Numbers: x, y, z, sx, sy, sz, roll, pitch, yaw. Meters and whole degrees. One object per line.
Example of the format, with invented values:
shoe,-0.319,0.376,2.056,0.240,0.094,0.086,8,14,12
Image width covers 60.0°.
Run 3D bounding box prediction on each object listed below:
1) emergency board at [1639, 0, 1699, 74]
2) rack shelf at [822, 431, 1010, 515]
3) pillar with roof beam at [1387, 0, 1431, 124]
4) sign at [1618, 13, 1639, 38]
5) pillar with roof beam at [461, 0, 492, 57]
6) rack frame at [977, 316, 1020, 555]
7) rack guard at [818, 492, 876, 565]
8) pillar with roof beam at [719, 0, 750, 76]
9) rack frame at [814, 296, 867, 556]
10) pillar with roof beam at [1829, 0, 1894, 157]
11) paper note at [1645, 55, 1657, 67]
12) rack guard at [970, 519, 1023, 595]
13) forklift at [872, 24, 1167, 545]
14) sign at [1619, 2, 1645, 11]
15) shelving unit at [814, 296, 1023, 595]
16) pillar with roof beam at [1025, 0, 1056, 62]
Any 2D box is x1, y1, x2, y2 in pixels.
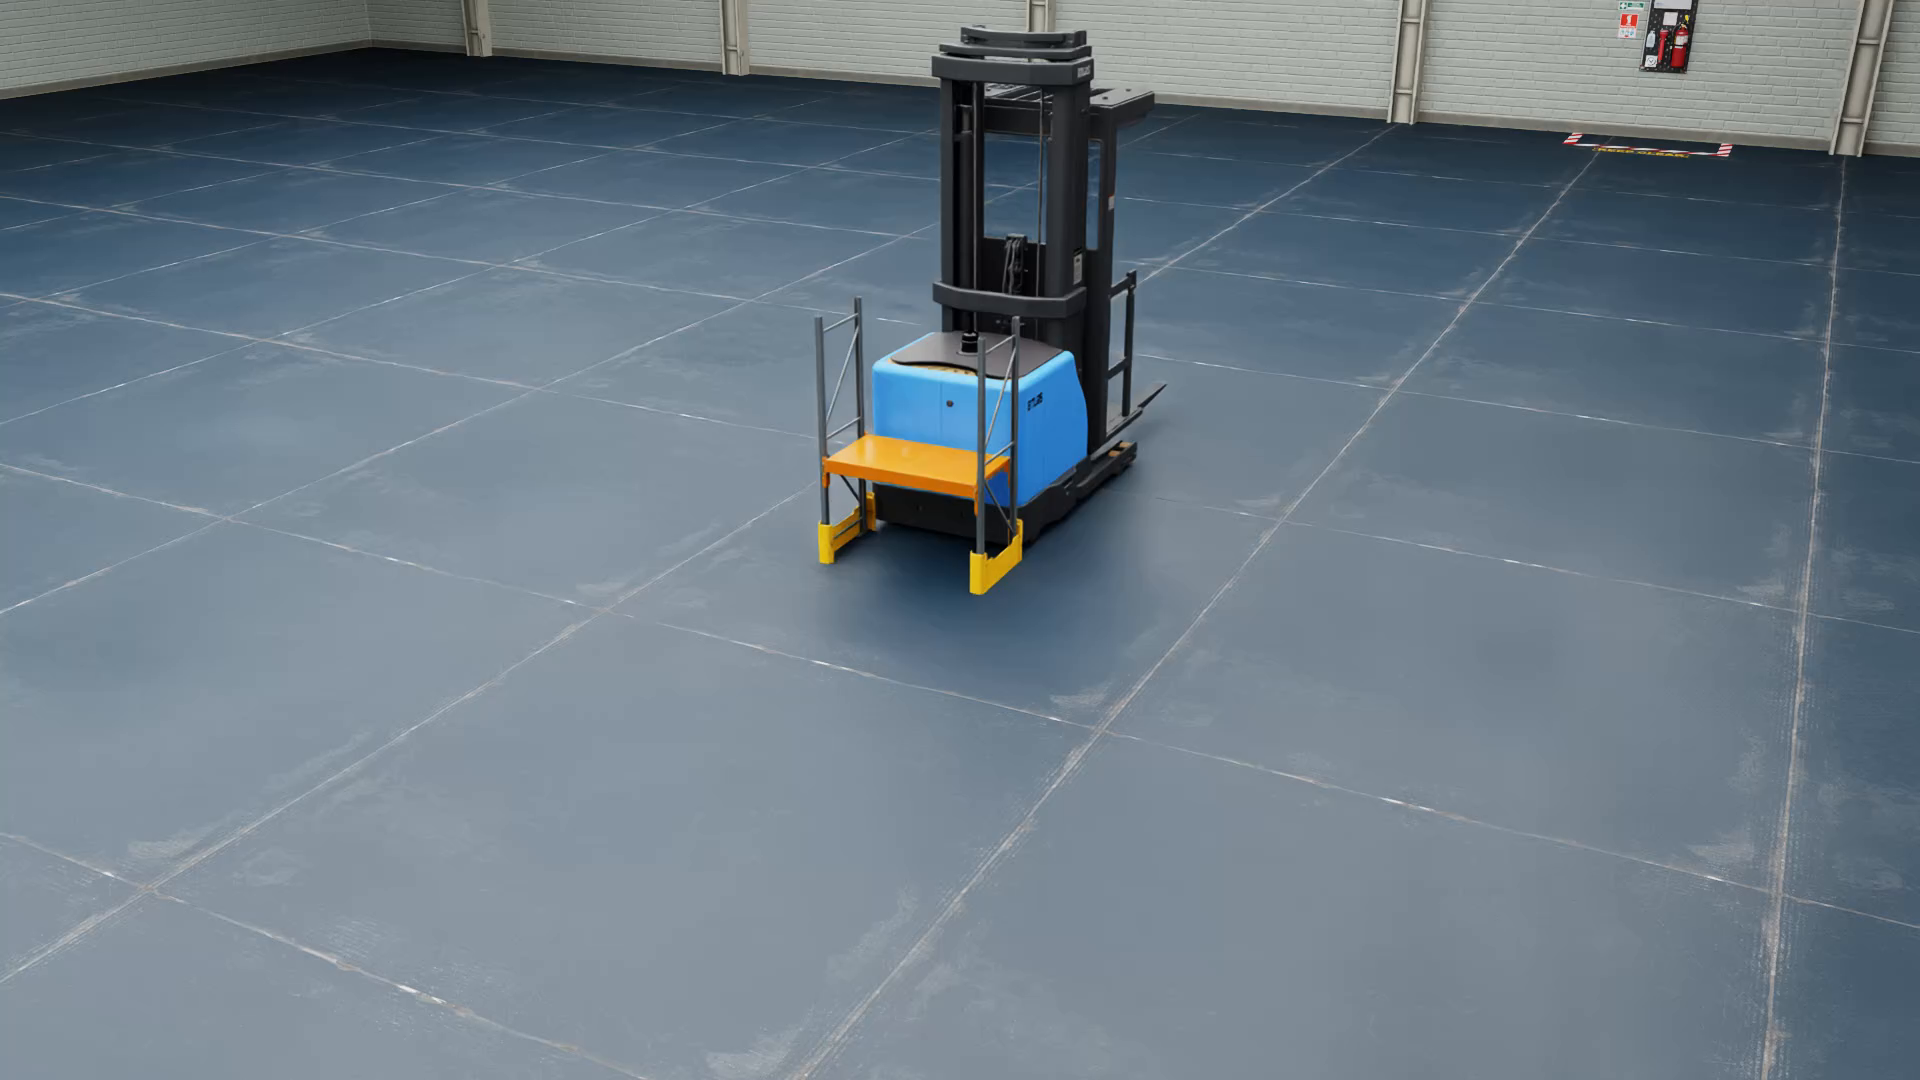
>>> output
emergency board,9.836,-7.076,23.055,0.643,1.169,0.194,11,25,25
rack shelf,-0.242,-0.402,9.739,1.000,0.185,0.538,11,25,24
pillar with roof beam,4.728,-8.943,19.779,0.400,9.000,9.100,11,25,25
sign,9.389,-7.226,23.362,0.234,0.329,0.001,11,25,25
pillar with roof beam,-11.336,-12.121,27.253,0.400,9.000,9.100,11,25,25
rack frame,0.216,-0.481,9.465,0.032,1.500,0.500,11,25,24
rack guard,-0.682,-0.076,10.108,0.087,0.250,0.587,11,25,24
pillar with roof beam,-5.982,-11.062,24.762,0.400,9.000,9.100,11,25,25
rack frame,-0.700,-0.654,9.871,0.032,1.500,0.500,11,25,24
pillar with roof beam,10.082,-7.883,17.288,0.400,9.000,9.100,11,25,25
paper note,9.709,-6.726,23.358,0.142,0.148,0.016,11,25,25
rack guard,0.215,0.094,9.710,0.087,0.250,0.587,11,25,24
forklift,0.568,-1.860,10.877,1.130,2.935,3.031,11,25,25
sign,9.389,-7.466,23.250,0.331,0.109,0.001,11,25,25
shelving unit,-0.233,-0.566,9.665,1.083,1.500,0.587,11,25,24
pillar with roof beam,-0.627,-10.002,22.271,0.400,9.000,9.100,11,25,25
